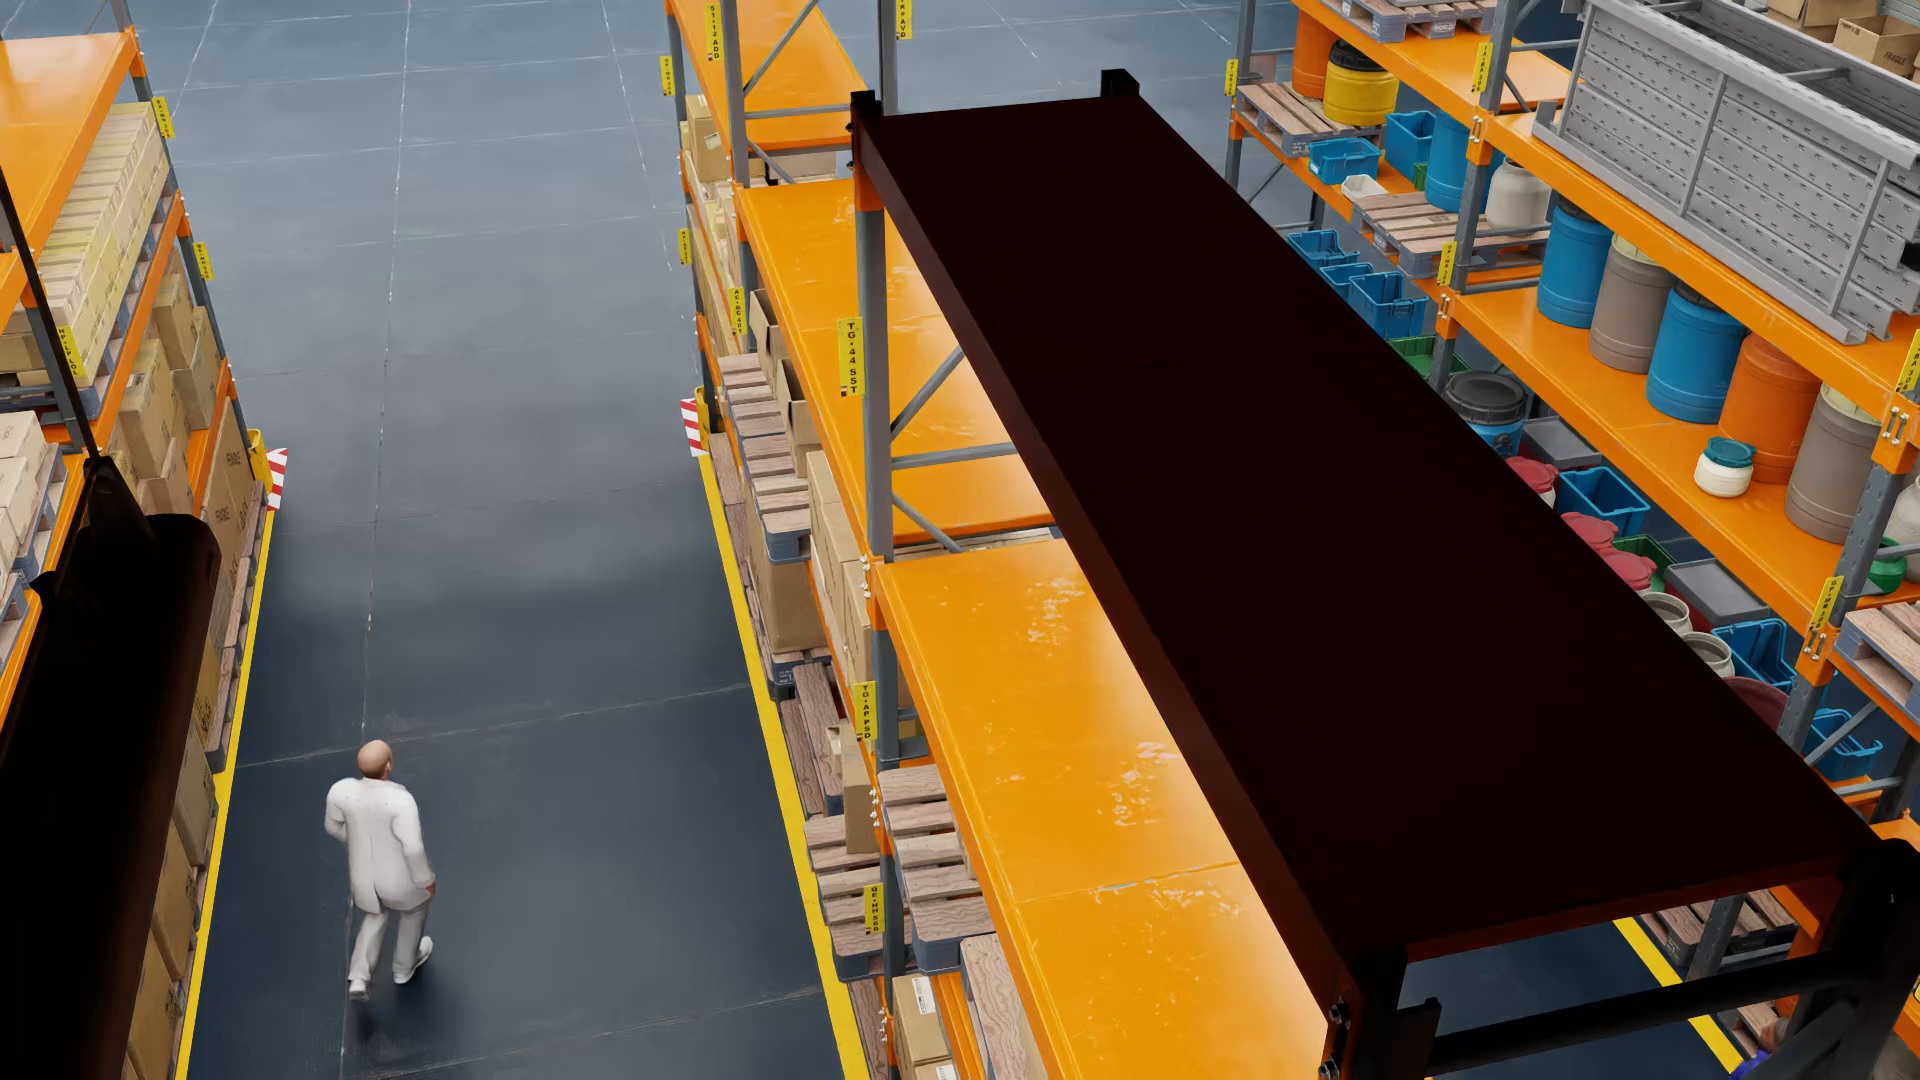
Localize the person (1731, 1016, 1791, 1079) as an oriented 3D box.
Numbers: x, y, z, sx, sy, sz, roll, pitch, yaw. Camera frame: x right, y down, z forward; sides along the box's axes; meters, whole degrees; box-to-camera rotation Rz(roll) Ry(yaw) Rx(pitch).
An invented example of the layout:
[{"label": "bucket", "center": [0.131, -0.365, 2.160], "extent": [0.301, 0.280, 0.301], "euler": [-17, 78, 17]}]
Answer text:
[{"label": "person", "center": [3.972, 2.964, 8.317], "extent": [0.441, 1.593, 1.045], "euler": [-8, 35, -12]}]

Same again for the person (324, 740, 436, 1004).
[{"label": "person", "center": [-3.372, 1.992, 9.646], "extent": [0.648, 1.736, 0.729], "euler": [5, 35, 8]}]
